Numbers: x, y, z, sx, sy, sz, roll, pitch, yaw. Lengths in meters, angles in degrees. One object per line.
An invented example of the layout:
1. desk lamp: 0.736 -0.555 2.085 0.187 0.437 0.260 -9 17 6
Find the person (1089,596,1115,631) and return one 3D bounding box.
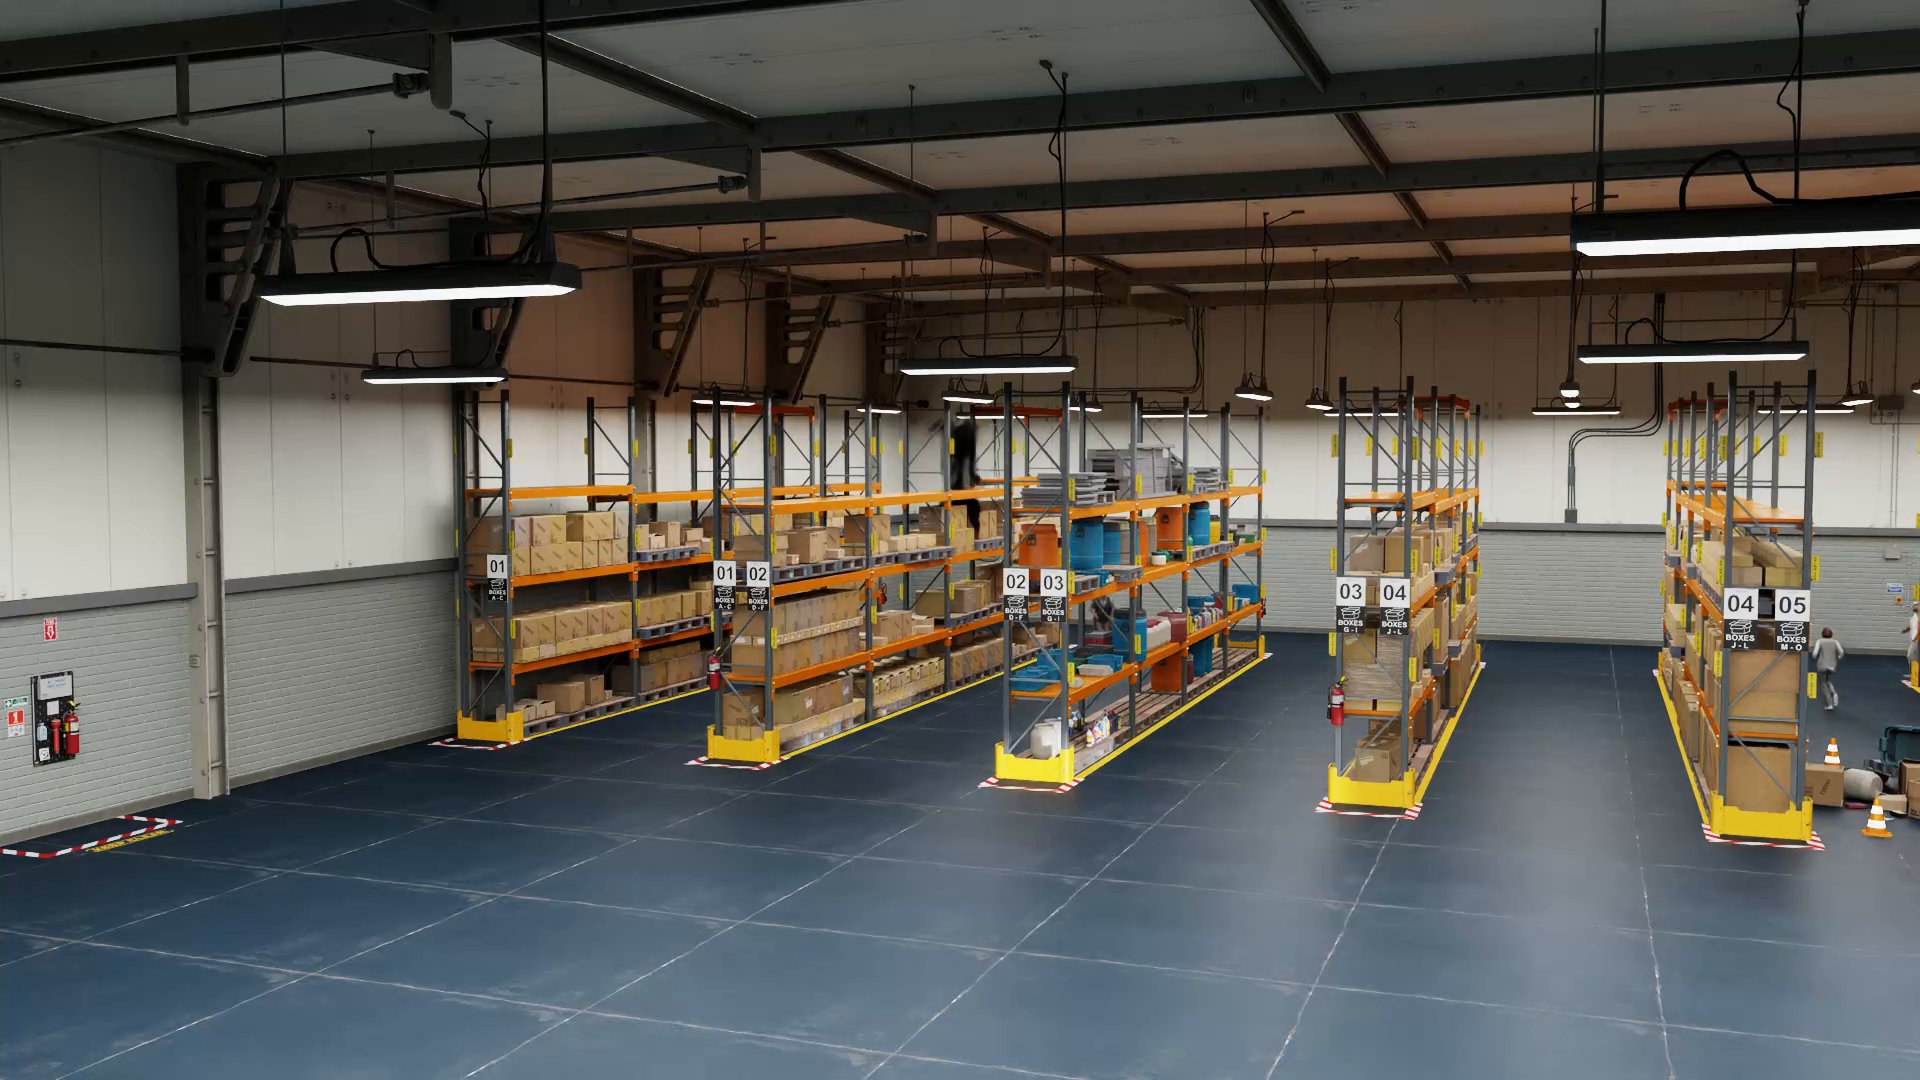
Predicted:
1. person: 3.402 1.972 39.790 0.649 1.689 0.605 0 3 2

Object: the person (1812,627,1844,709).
1. person: 16.675 2.457 32.026 0.521 1.567 0.540 0 3 9

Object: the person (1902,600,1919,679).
1. person: 20.833 2.154 36.038 0.687 1.728 0.699 1 3 17
